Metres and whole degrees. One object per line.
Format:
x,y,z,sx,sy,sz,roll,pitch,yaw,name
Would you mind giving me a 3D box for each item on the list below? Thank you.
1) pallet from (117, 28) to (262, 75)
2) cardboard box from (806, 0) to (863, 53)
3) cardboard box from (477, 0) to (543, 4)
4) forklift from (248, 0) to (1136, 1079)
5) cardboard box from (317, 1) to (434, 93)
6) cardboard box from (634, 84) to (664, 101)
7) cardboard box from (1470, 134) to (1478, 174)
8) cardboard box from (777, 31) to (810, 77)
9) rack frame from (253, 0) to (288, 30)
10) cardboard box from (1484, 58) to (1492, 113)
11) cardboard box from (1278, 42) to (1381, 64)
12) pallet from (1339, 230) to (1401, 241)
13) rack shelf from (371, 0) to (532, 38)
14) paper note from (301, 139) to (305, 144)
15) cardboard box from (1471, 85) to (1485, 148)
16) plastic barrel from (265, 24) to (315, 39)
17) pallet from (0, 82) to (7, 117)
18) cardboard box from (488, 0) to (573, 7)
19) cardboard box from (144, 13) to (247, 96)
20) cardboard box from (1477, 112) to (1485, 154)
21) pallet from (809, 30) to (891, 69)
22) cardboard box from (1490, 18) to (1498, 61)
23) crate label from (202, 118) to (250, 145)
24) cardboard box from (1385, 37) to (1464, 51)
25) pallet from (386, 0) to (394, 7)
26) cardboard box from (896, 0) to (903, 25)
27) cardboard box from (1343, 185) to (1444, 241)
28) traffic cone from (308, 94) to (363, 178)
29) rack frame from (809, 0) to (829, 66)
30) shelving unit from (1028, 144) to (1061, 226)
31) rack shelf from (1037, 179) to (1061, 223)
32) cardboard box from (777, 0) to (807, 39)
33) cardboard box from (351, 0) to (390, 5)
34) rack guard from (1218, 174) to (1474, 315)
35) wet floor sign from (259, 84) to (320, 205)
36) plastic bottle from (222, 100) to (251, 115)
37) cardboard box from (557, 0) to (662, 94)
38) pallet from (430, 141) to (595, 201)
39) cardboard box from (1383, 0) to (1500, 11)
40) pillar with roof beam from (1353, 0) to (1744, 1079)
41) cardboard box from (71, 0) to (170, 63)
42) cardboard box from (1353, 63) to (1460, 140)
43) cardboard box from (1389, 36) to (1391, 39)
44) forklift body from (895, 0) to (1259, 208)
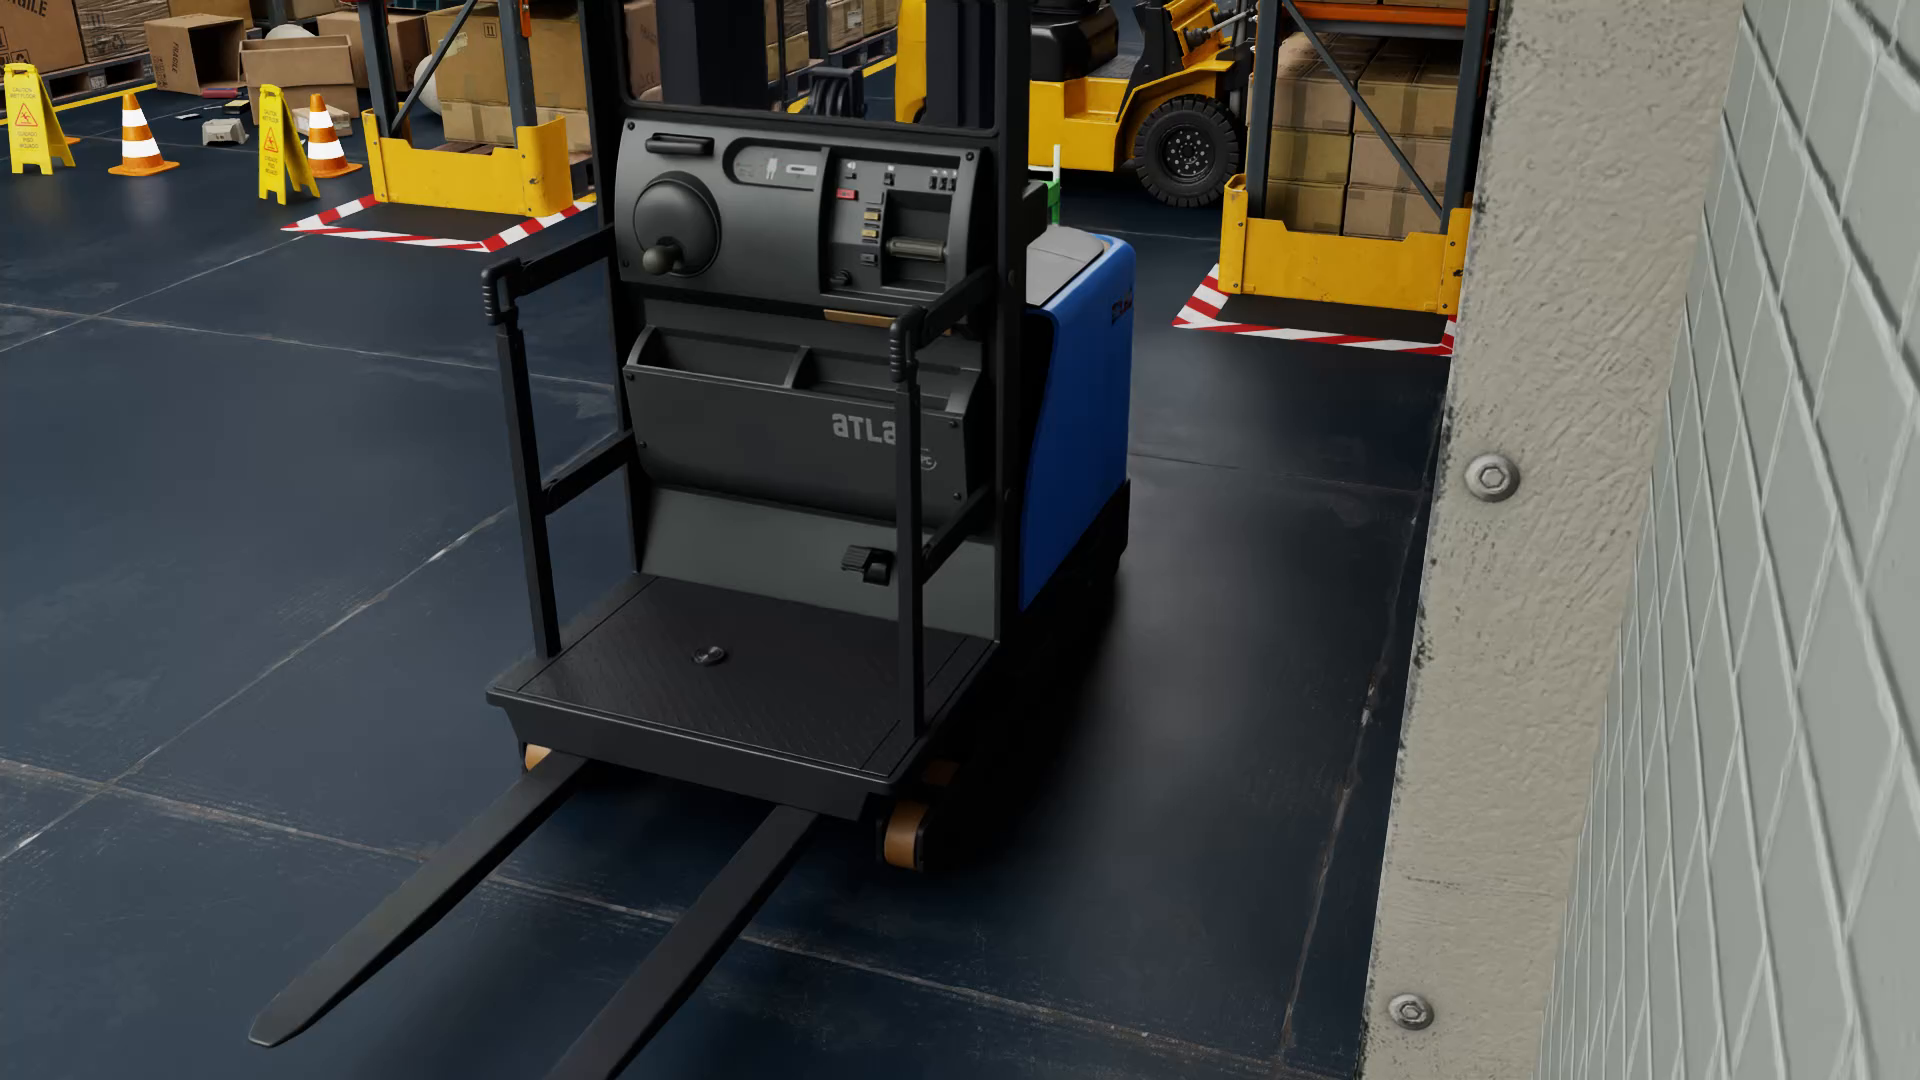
-6.527,-4.032,13.652,1.003,0.211,1.213,9,27,17,pallet
-1.326,-4.134,13.196,0.950,0.372,0.625,9,27,18,cardboard box
-2.750,-3.377,10.167,0.380,0.149,0.250,10,27,19,cardboard box
-0.473,-0.742,3.736,1.130,2.935,3.031,10,28,19,forklift
-4.329,-3.680,12.434,0.797,0.637,0.503,9,27,17,cardboard box
-2.124,-2.720,10.415,0.500,0.250,0.500,10,27,19,cardboard box
2.552,-2.088,9.111,0.500,0.250,0.500,8,27,17,cardboard box
-1.442,-3.581,12.195,0.500,0.250,0.500,10,28,20,cardboard box
-6.200,-5.588,13.666,1.000,3.000,0.127,9,27,17,rack frame
2.889,-2.719,9.839,0.500,0.250,0.500,9,27,17,cardboard box
1.876,-2.396,8.600,0.500,0.250,0.500,9,27,18,cardboard box
2.067,-1.615,8.660,1.003,0.211,1.213,9,27,17,pallet
-2.164,-3.766,10.728,1.077,0.370,4.000,9,27,17,rack shelf
-4.392,-2.609,10.920,0.148,0.019,0.142,0,26,-1,paper note
2.544,-2.307,8.989,0.500,0.250,0.500,9,27,19,cardboard box
-5.131,-3.740,12.805,0.421,0.421,0.512,-14,29,-27,plastic barrel
-7.339,-3.029,11.581,1.003,0.211,1.213,9,27,17,pallet
-2.639,-3.139,10.421,0.500,0.500,0.500,10,28,19,cardboard box
-5.749,-3.678,12.585,0.500,0.500,0.500,14,29,26,cardboard box
2.877,-2.502,9.965,0.500,0.250,0.500,9,27,18,cardboard box
-1.241,-3.977,13.538,1.003,0.211,1.213,9,27,17,pallet
2.867,-2.948,9.740,0.500,0.250,0.500,9,27,18,cardboard box
-4.860,-2.697,10.979,0.250,0.136,0.298,-5,26,-9,crate label
2.530,-2.531,8.878,0.500,0.250,0.500,9,27,17,cardboard box
-5.610,-5.164,15.990,1.003,0.211,1.213,9,27,17,pallet
-0.861,-4.716,14.398,0.950,0.372,0.625,10,27,19,cardboard box
2.200,-1.675,8.257,0.500,0.250,0.500,9,27,18,cardboard box
-3.903,-2.490,10.178,0.336,0.463,0.334,9,27,17,traffic cone
-1.499,-4.912,12.269,1.000,3.000,0.127,9,27,17,rack frame
0.132,-0.690,5.615,0.258,1.200,0.503,10,28,19,shelving unit
0.132,-1.065,5.434,0.258,0.148,0.480,10,28,19,rack shelf
-1.442,-3.919,12.031,0.500,0.500,0.500,8,27,17,cardboard box
-5.754,-5.429,15.436,1.050,0.750,0.750,9,27,17,cardboard box
1.844,-1.415,7.915,1.175,0.500,0.348,9,27,17,rack guard
-3.902,-2.286,9.546,0.267,0.644,0.232,20,32,35,wet floor sign
-5.165,-3.106,11.911,0.133,0.061,0.283,0,26,-1,plastic bottle
-2.123,-3.074,10.286,0.500,0.500,0.500,8,27,16,cardboard box
-2.501,-2.373,10.225,1.003,0.211,1.213,9,27,17,pallet
2.279,-2.758,7.706,0.500,0.500,0.500,10,27,19,cardboard box
-3.122,-3.564,2.601,9.100,9.000,0.400,9,27,17,pillar with roof beam
-6.772,-4.202,12.758,0.875,0.875,0.875,9,27,18,cardboard box
2.191,-2.121,8.032,0.500,0.250,0.500,8,27,17,cardboard box
2.210,-2.812,9.459,0.500,0.250,0.500,8,27,16,cardboard box
0.763,-3.212,9.732,2.313,2.155,1.214,9,27,17,forklift body
